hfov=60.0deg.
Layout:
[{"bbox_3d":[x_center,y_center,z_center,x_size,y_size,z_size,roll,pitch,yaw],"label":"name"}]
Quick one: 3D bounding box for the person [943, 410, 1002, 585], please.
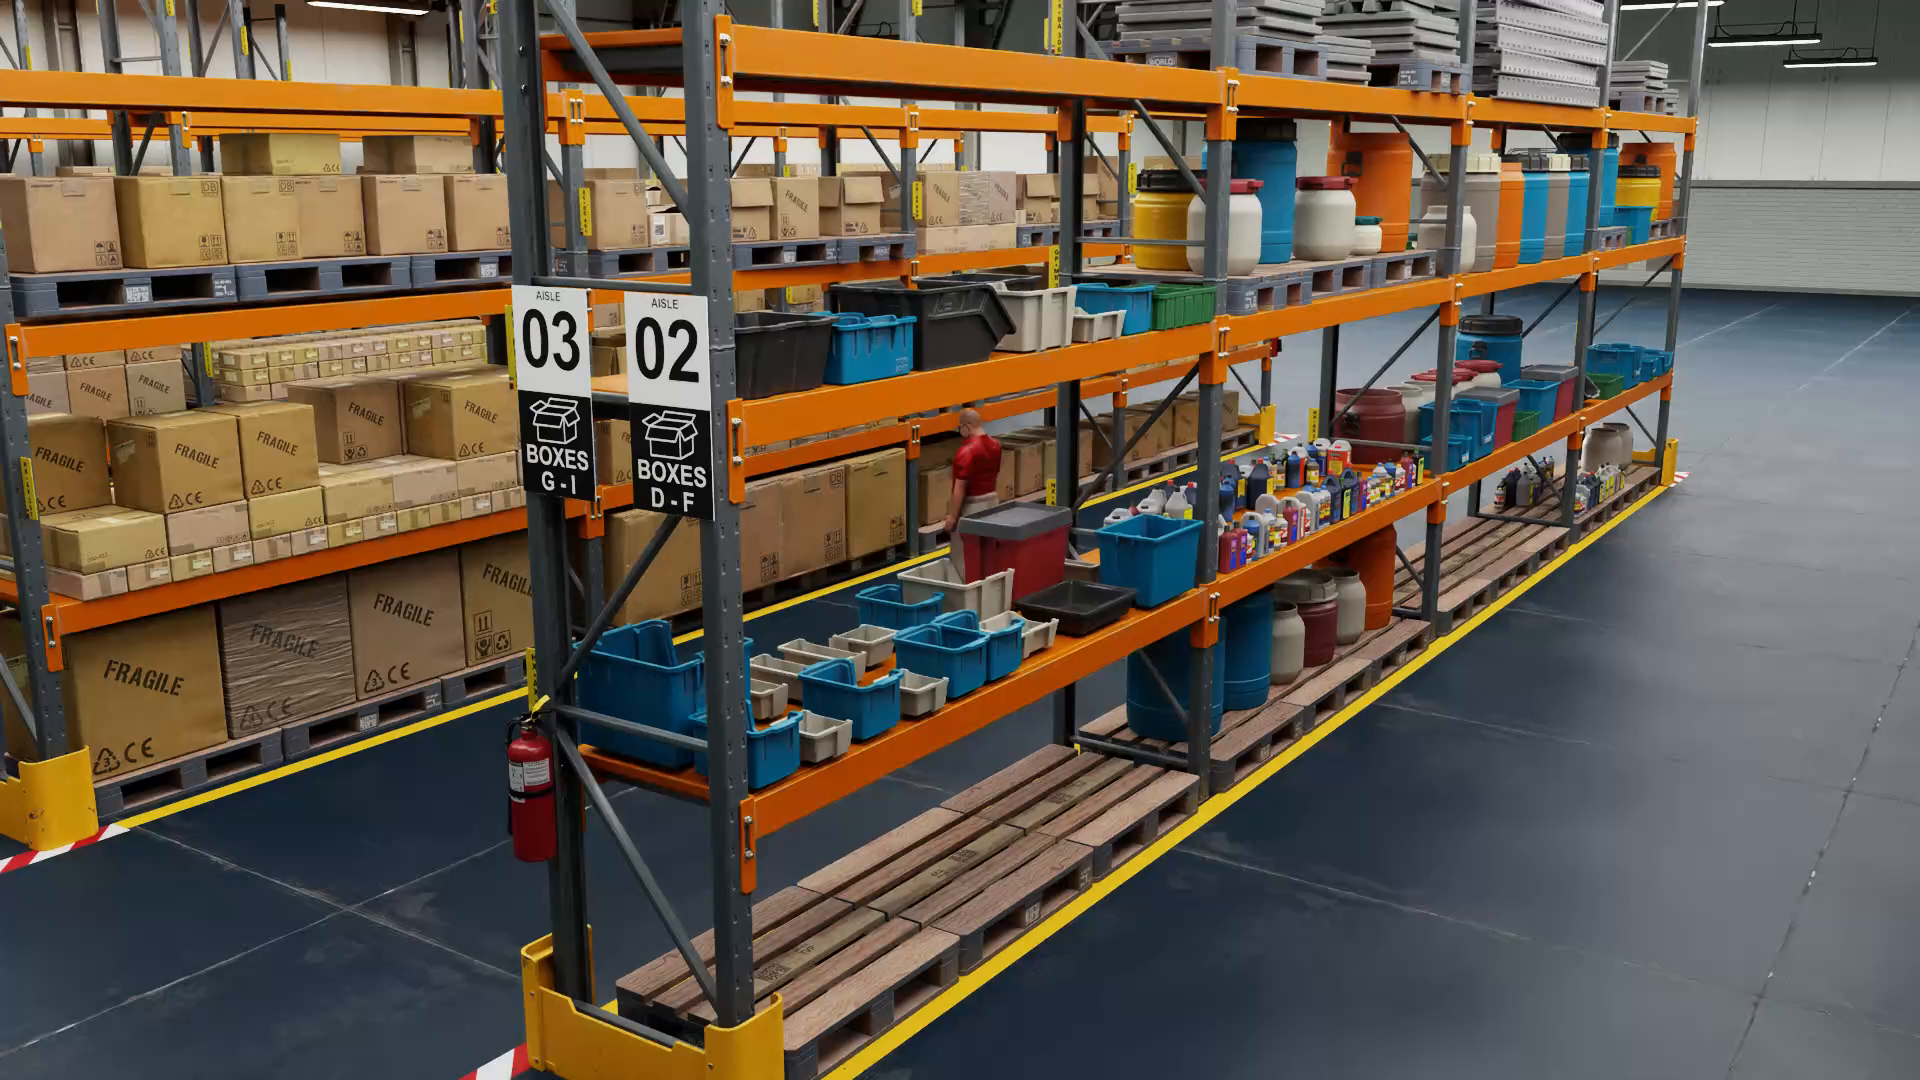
[{"bbox_3d":[0.099,-0.201,13.445,0.336,1.715,0.536,9,16,34],"label":"person"}]
